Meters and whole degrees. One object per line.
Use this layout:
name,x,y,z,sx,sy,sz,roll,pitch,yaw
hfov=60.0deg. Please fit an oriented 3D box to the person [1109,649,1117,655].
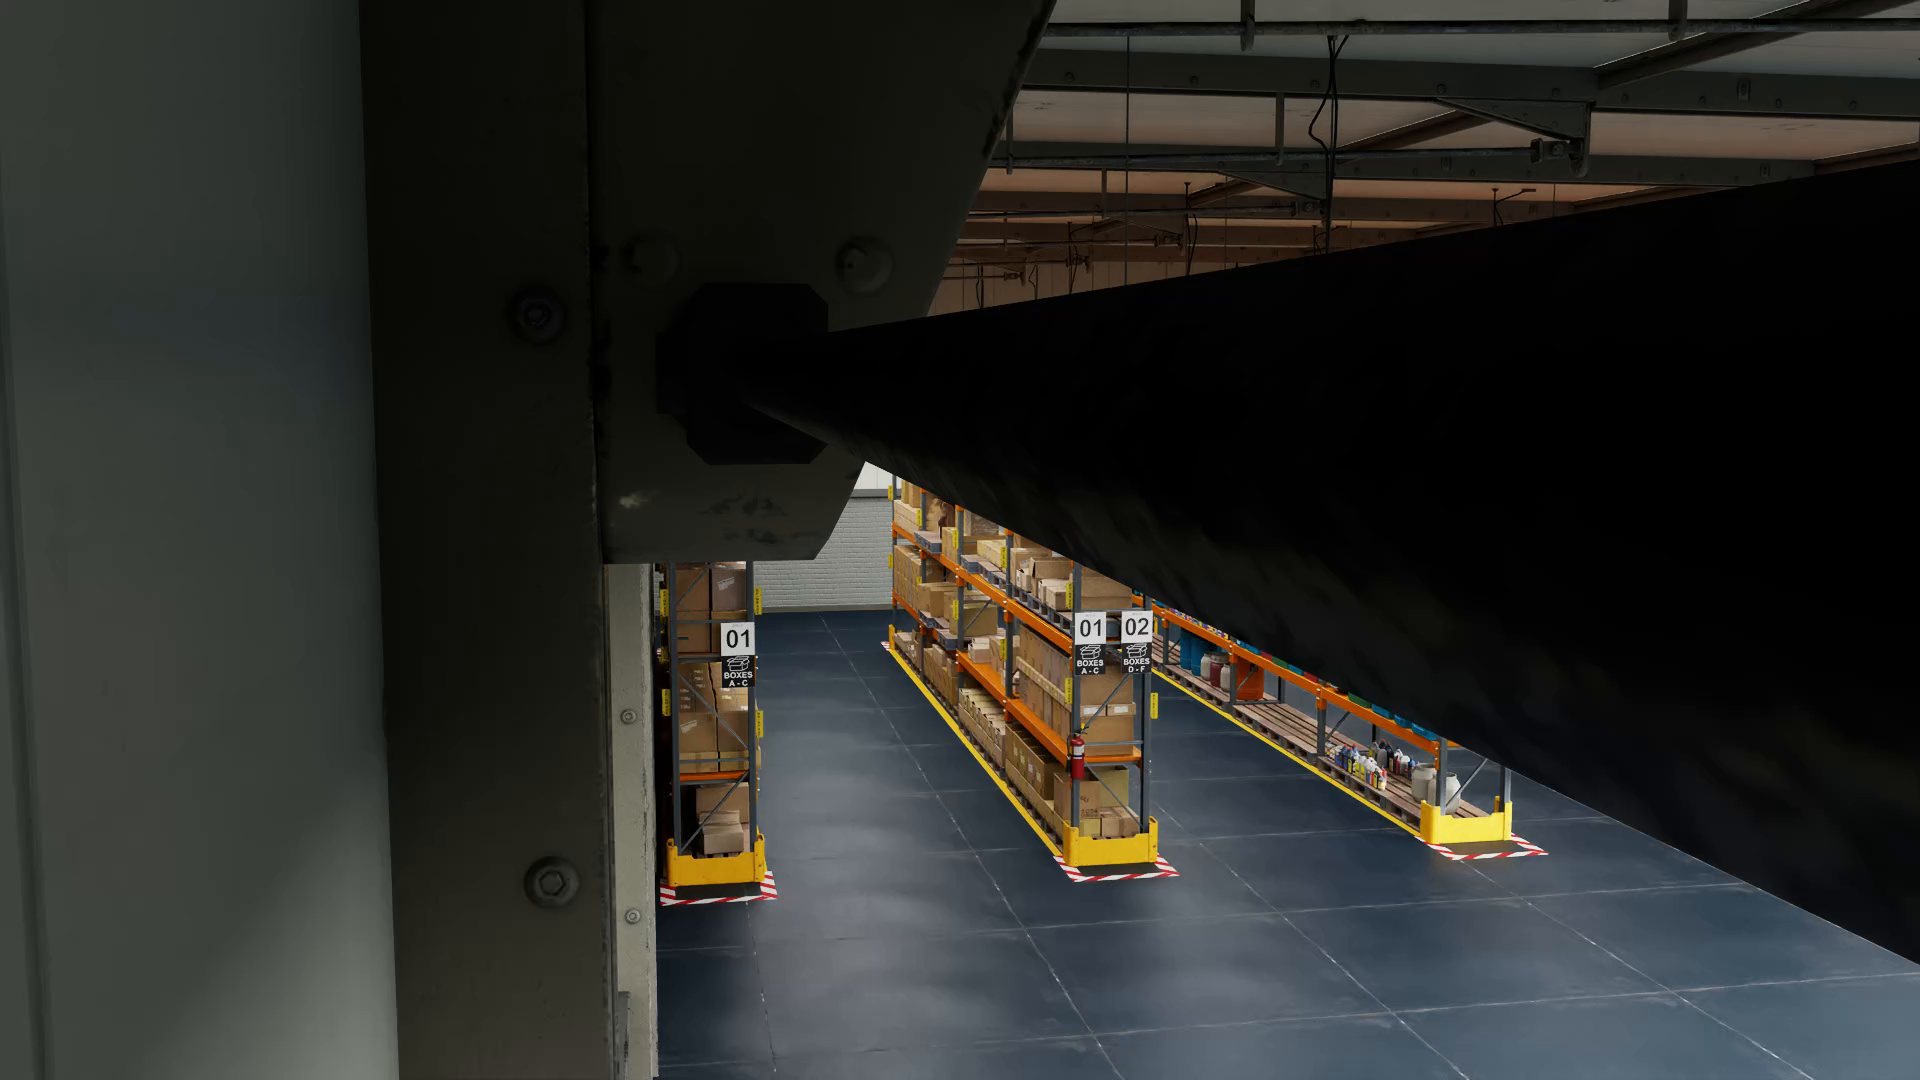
person,2.706,1.905,30.659,0.608,1.685,0.829,-3,7,-25
